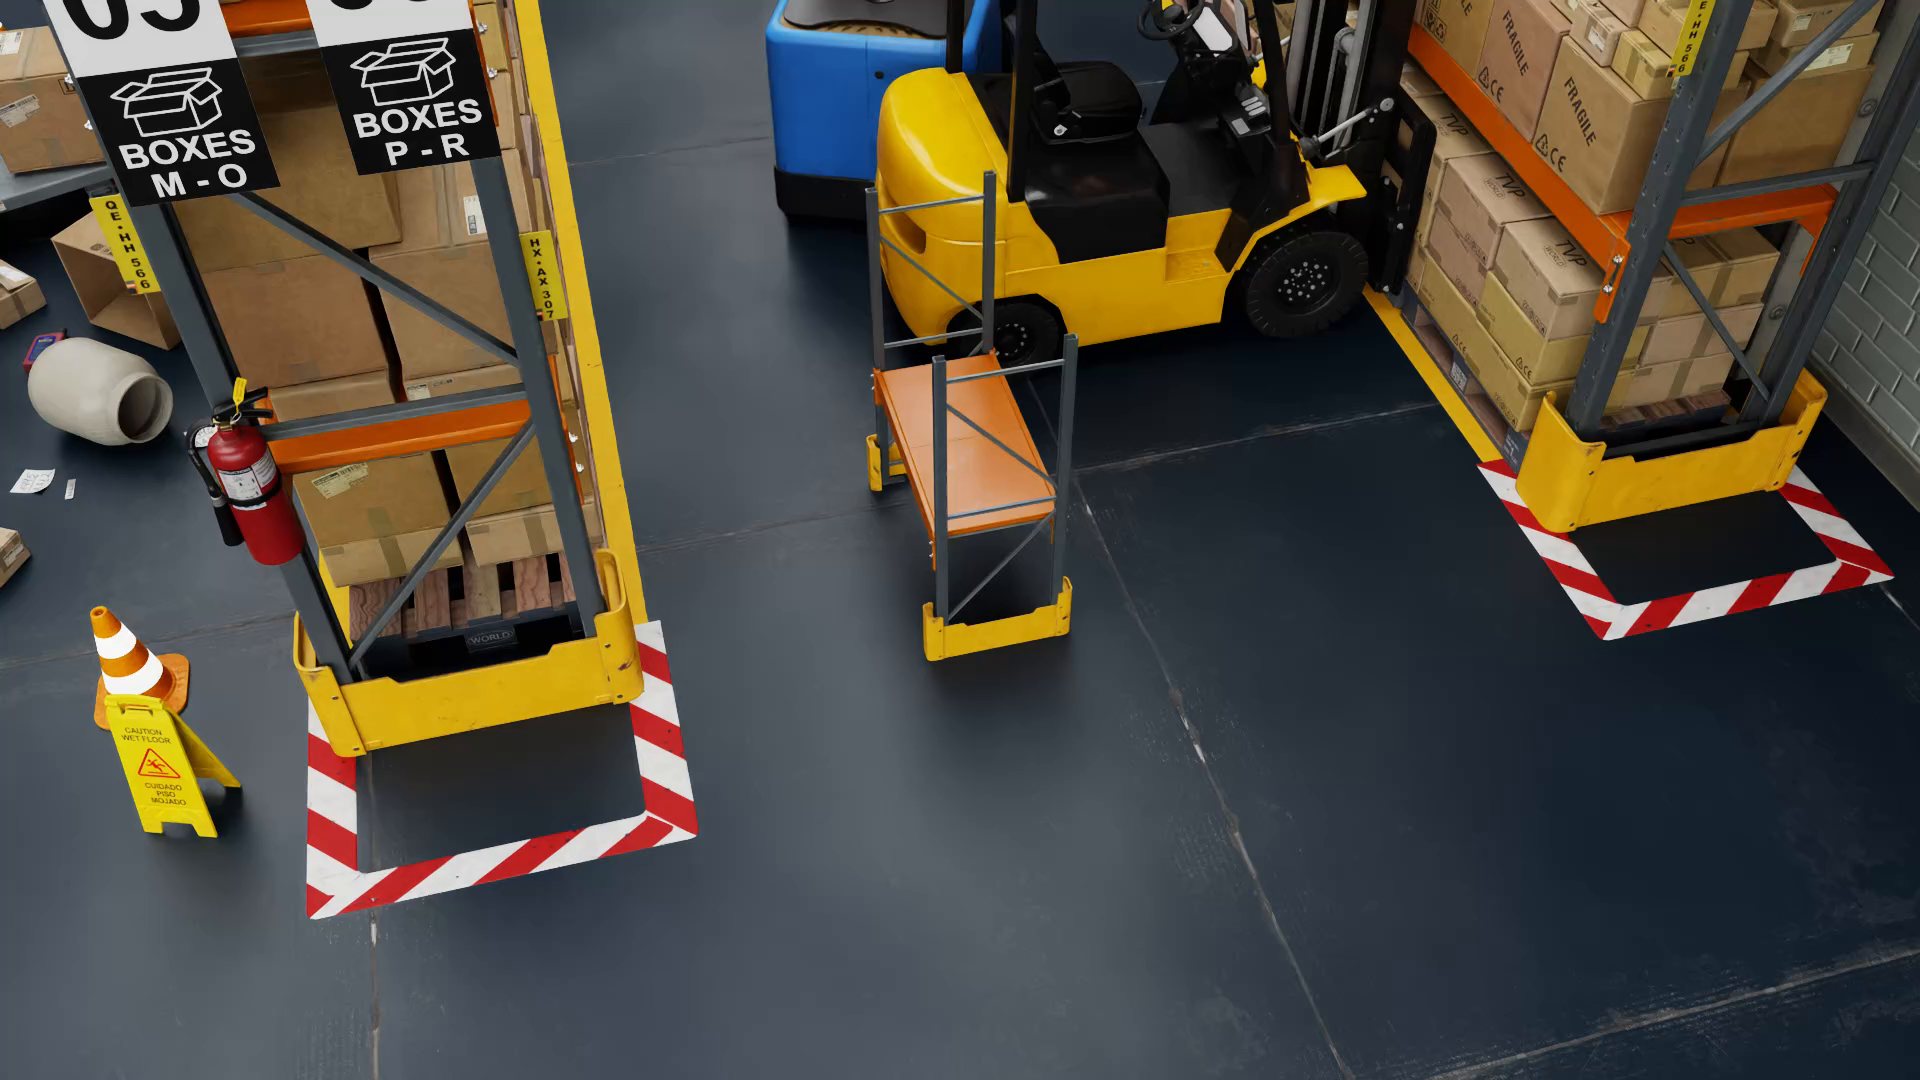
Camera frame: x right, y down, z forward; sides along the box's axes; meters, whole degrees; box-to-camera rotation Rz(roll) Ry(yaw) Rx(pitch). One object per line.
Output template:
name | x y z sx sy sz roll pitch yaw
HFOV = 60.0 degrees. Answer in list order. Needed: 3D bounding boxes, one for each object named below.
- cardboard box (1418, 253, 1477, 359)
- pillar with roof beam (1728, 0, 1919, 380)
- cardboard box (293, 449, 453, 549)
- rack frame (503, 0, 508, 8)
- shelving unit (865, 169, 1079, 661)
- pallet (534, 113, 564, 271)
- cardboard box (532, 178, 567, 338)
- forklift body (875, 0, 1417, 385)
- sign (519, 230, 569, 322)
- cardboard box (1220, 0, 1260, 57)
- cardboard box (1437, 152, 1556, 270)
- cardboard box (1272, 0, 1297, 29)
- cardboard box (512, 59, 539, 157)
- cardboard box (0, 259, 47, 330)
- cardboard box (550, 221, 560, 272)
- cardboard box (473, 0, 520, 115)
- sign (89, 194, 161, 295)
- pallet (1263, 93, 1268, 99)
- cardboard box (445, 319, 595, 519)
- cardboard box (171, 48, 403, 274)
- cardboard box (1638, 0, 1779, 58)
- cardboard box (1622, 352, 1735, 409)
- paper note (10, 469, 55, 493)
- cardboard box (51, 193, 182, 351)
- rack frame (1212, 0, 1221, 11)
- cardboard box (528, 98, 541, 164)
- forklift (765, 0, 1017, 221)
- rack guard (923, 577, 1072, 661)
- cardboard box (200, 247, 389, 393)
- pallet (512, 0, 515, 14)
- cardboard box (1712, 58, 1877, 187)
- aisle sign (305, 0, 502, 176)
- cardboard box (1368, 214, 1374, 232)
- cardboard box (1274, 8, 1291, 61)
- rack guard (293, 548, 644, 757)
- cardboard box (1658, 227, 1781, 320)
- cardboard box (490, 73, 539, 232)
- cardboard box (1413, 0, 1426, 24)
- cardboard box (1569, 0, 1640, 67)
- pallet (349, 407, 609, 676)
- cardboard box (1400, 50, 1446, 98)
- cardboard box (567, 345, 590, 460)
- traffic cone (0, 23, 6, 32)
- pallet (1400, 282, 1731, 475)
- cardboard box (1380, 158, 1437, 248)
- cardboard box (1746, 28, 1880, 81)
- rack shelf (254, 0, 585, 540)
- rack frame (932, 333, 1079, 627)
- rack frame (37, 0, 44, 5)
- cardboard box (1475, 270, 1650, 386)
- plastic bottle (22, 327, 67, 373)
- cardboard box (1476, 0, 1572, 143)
cardboard box | 2.455 -1.107 7.617 0.500 0.250 0.500 -11 47 -10
pillar with roof beam | -0.470 -3.269 3.904 9.100 9.000 0.400 -11 47 -10
cardboard box | -2.256 -0.354 6.353 0.500 0.500 0.500 -10 46 -10
rack frame | -2.822 -3.163 8.000 1.000 3.000 0.127 -11 47 -10
shelving unit | 0.020 -0.472 6.414 0.587 1.500 1.083 -11 47 -10
pallet | -2.616 -1.729 8.548 1.003 0.211 1.213 -11 47 -10
cardboard box | -2.003 -1.180 7.163 0.500 0.500 0.500 -10 46 -10
forklift body | 0.750 -1.990 7.445 2.313 2.155 1.214 -11 47 -10
sign | -1.274 -0.803 5.082 0.100 0.325 0.005 -11 47 -10
cardboard box | 1.779 -2.863 9.337 0.500 0.250 0.500 -10 46 -10
cardboard box | 2.443 -1.458 7.261 0.500 0.250 0.500 -10 46 -10
cardboard box | 1.917 -2.861 8.636 0.500 0.250 0.500 -11 47 -10
cardboard box | -2.280 -1.900 7.868 0.500 0.500 0.500 -10 46 -10
cardboard box | -4.689 -1.251 8.041 0.396 0.266 0.258 27 51 24
cardboard box | -2.139 -1.271 7.777 0.500 0.250 0.500 -10 46 -10
cardboard box | -2.057 -1.976 6.559 0.500 0.500 0.500 -12 47 -11
sign | -2.340 -0.829 4.681 0.100 0.325 0.005 -11 47 -10
pallet | 2.138 -2.540 9.342 1.003 0.211 1.213 -11 47 -10
cardboard box | -1.744 -0.472 6.469 0.500 0.500 0.500 -12 47 -12
cardboard box | -2.140 -1.203 5.101 0.700 0.500 0.500 -12 47 -11
cardboard box | 2.704 -1.886 6.016 0.380 0.149 0.250 -11 47 -10
cardboard box | 3.062 -0.871 7.385 0.500 0.250 0.500 -11 47 -10
paper note | -4.037 -0.260 7.243 0.148 0.019 0.142 4 46 4
cardboard box | -3.863 -1.300 7.923 0.500 0.500 0.500 19 48 17
rack frame | 1.975 -4.073 8.892 1.000 3.000 0.127 -11 47 -10
cardboard box | -2.411 -1.988 8.480 0.500 0.250 0.500 -9 46 -9
forklift | -0.210 -3.672 8.547 1.130 2.935 3.031 6 46 6
rack guard | 0.147 0.309 6.523 0.587 0.250 0.087 -11 47 -10
cardboard box | -2.204 -0.865 5.469 0.500 0.500 0.500 -11 47 -11
pallet | -3.339 -3.568 10.349 1.003 0.211 1.213 -11 47 -10
cardboard box | 3.141 -1.739 6.535 0.500 0.500 0.500 -9 46 -9
aisle sign | -1.483 -1.325 4.379 0.394 0.787 0.004 -11 47 -10
cardboard box | 2.181 -1.809 8.305 0.500 0.250 0.500 -9 46 -9
cardboard box | 1.931 -2.695 8.822 0.500 0.250 0.500 -11 47 -11
rack guard | -1.818 0.421 6.238 1.175 0.500 0.348 -11 47 -10
cardboard box | 3.059 -1.212 7.020 0.500 0.250 0.500 -11 47 -11
cardboard box | -1.787 -1.275 5.872 0.500 0.500 0.500 -9 46 -9
cardboard box | 2.224 -2.697 7.473 0.500 0.500 0.500 -10 46 -10
cardboard box | 2.545 -1.932 6.270 0.380 0.149 0.250 -10 46 -10
pallet | -1.992 -0.045 6.897 1.003 0.211 1.213 -11 47 -10
cardboard box | 2.182 -2.156 7.944 0.500 0.250 0.500 -12 47 -11
cardboard box | -1.861 -0.547 7.068 0.500 0.250 0.500 -9 46 -9
traffic cone | -5.534 -2.892 9.511 0.336 0.463 0.334 -11 47 -10
pallet | 2.763 -0.856 7.691 1.003 0.211 1.213 -11 47 -10
cardboard box | 2.302 -1.650 7.799 0.500 0.250 0.500 -12 47 -11
cardboard box | 3.163 -1.855 6.194 0.380 0.149 0.250 -12 47 -11
rack shelf | -2.310 -1.530 6.904 1.077 0.370 4.000 -11 47 -10
rack frame | 0.152 -0.115 6.063 0.500 1.500 0.032 -11 47 -10
rack frame | -1.798 -2.501 3.151 1.000 3.000 0.127 -11 47 -10
cardboard box | 2.572 -0.950 7.112 0.500 0.250 0.500 -11 47 -11
plastic bottle | -4.305 -0.900 7.840 0.133 0.061 0.283 -3 46 -3
cardboard box | 2.495 -1.998 6.788 0.500 0.500 0.500 -9 46 -9
